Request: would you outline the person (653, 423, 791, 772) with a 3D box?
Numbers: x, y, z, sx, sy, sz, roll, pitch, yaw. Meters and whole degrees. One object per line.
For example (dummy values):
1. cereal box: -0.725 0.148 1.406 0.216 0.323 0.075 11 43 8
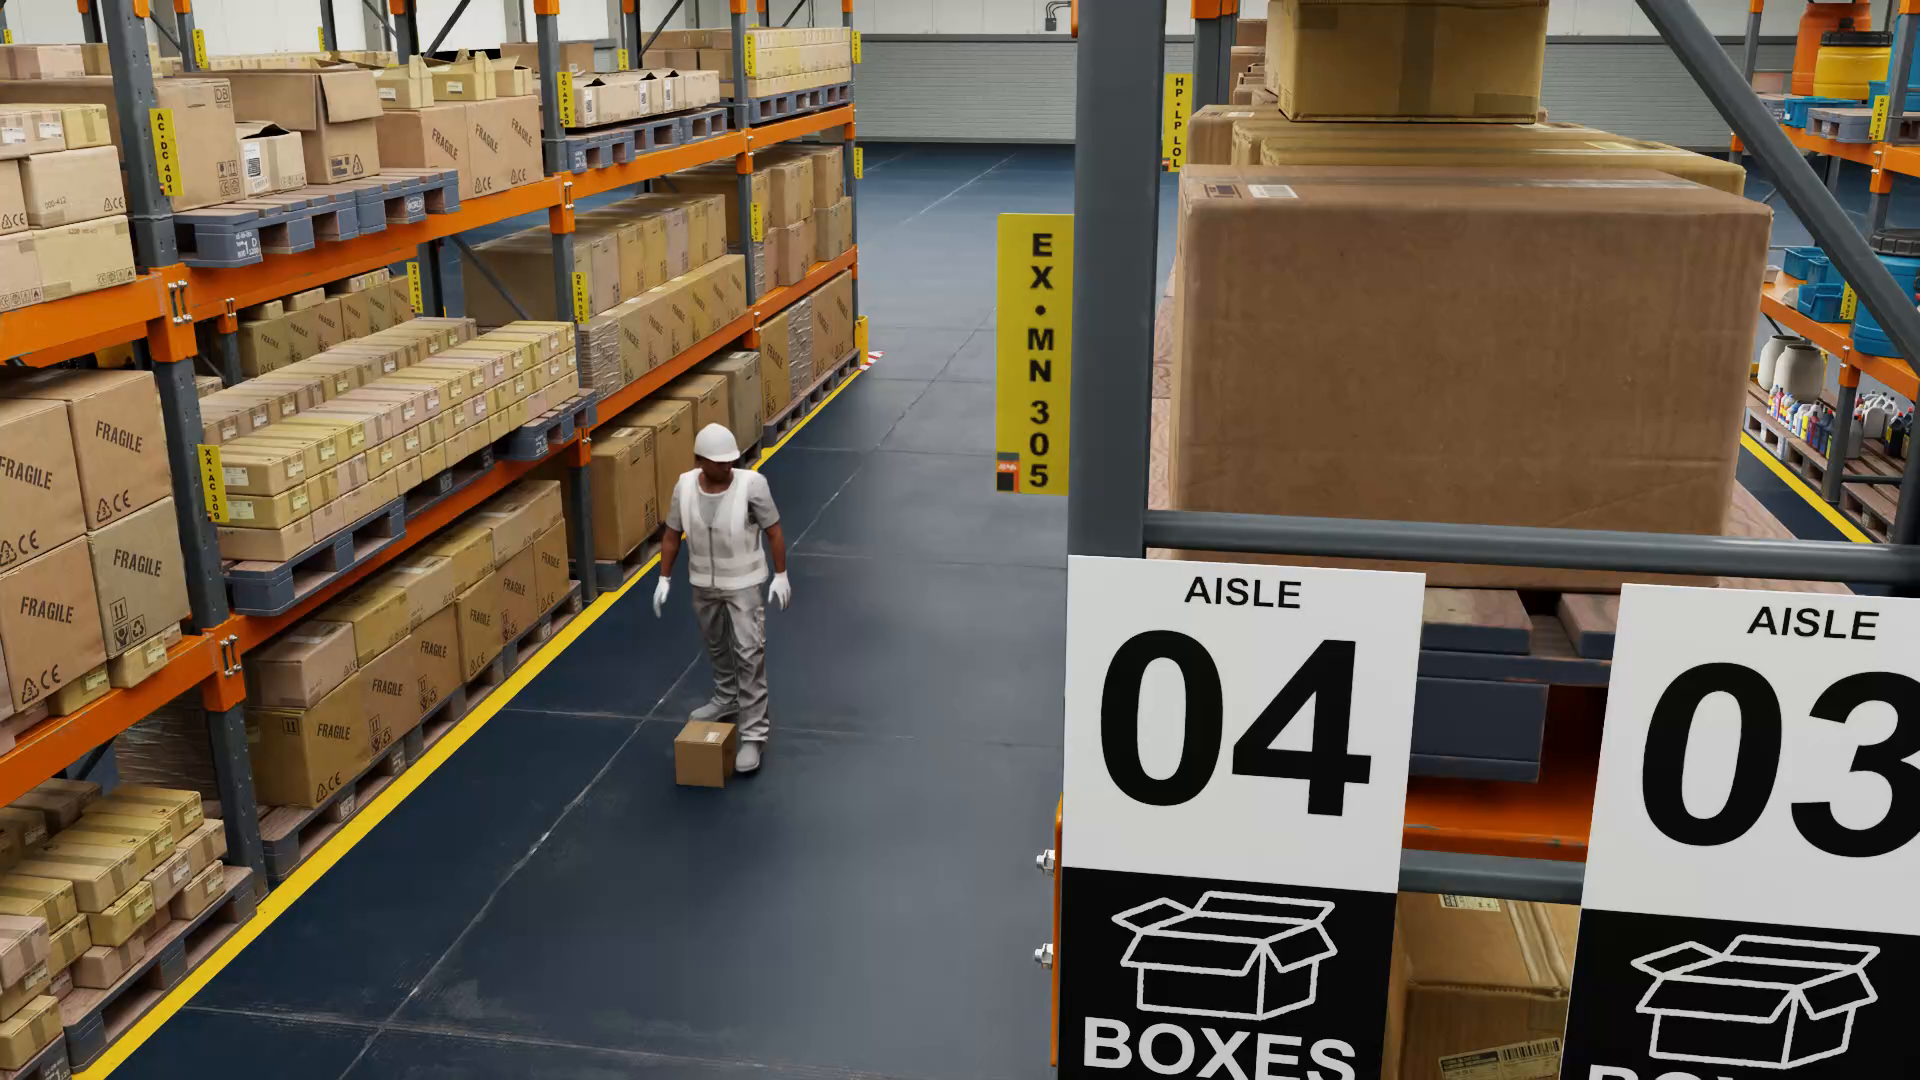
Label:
1. person: -1.255 0.246 8.716 0.672 1.753 0.759 7 19 21
